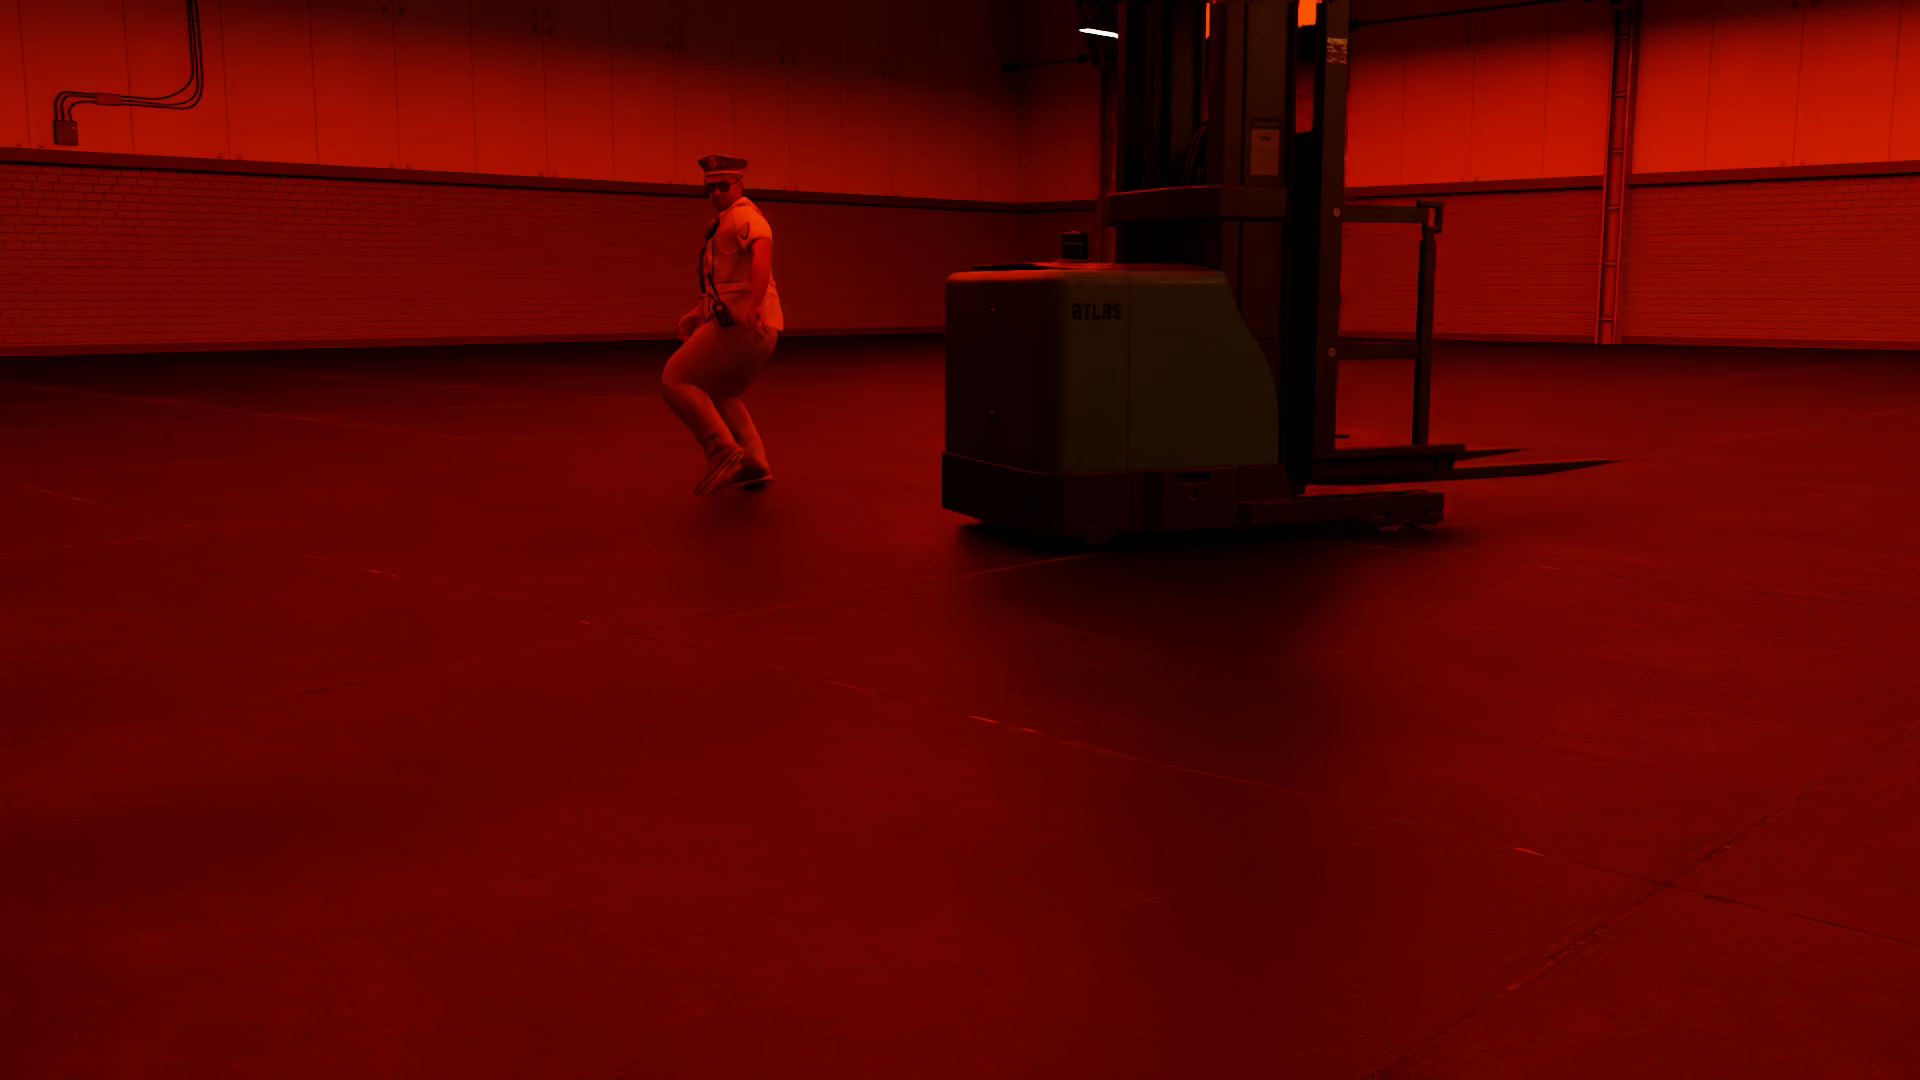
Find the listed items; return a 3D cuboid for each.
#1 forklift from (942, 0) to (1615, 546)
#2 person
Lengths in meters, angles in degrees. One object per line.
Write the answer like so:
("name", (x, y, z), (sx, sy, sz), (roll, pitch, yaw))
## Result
("forklift", (1.486, -1.547, 7.145), (3.031, 2.935, 1.130), (-4, 9, -23))
("person", (-1.166, -1.069, 8.314), (0.673, 1.672, 0.774), (2, 9, 12))
